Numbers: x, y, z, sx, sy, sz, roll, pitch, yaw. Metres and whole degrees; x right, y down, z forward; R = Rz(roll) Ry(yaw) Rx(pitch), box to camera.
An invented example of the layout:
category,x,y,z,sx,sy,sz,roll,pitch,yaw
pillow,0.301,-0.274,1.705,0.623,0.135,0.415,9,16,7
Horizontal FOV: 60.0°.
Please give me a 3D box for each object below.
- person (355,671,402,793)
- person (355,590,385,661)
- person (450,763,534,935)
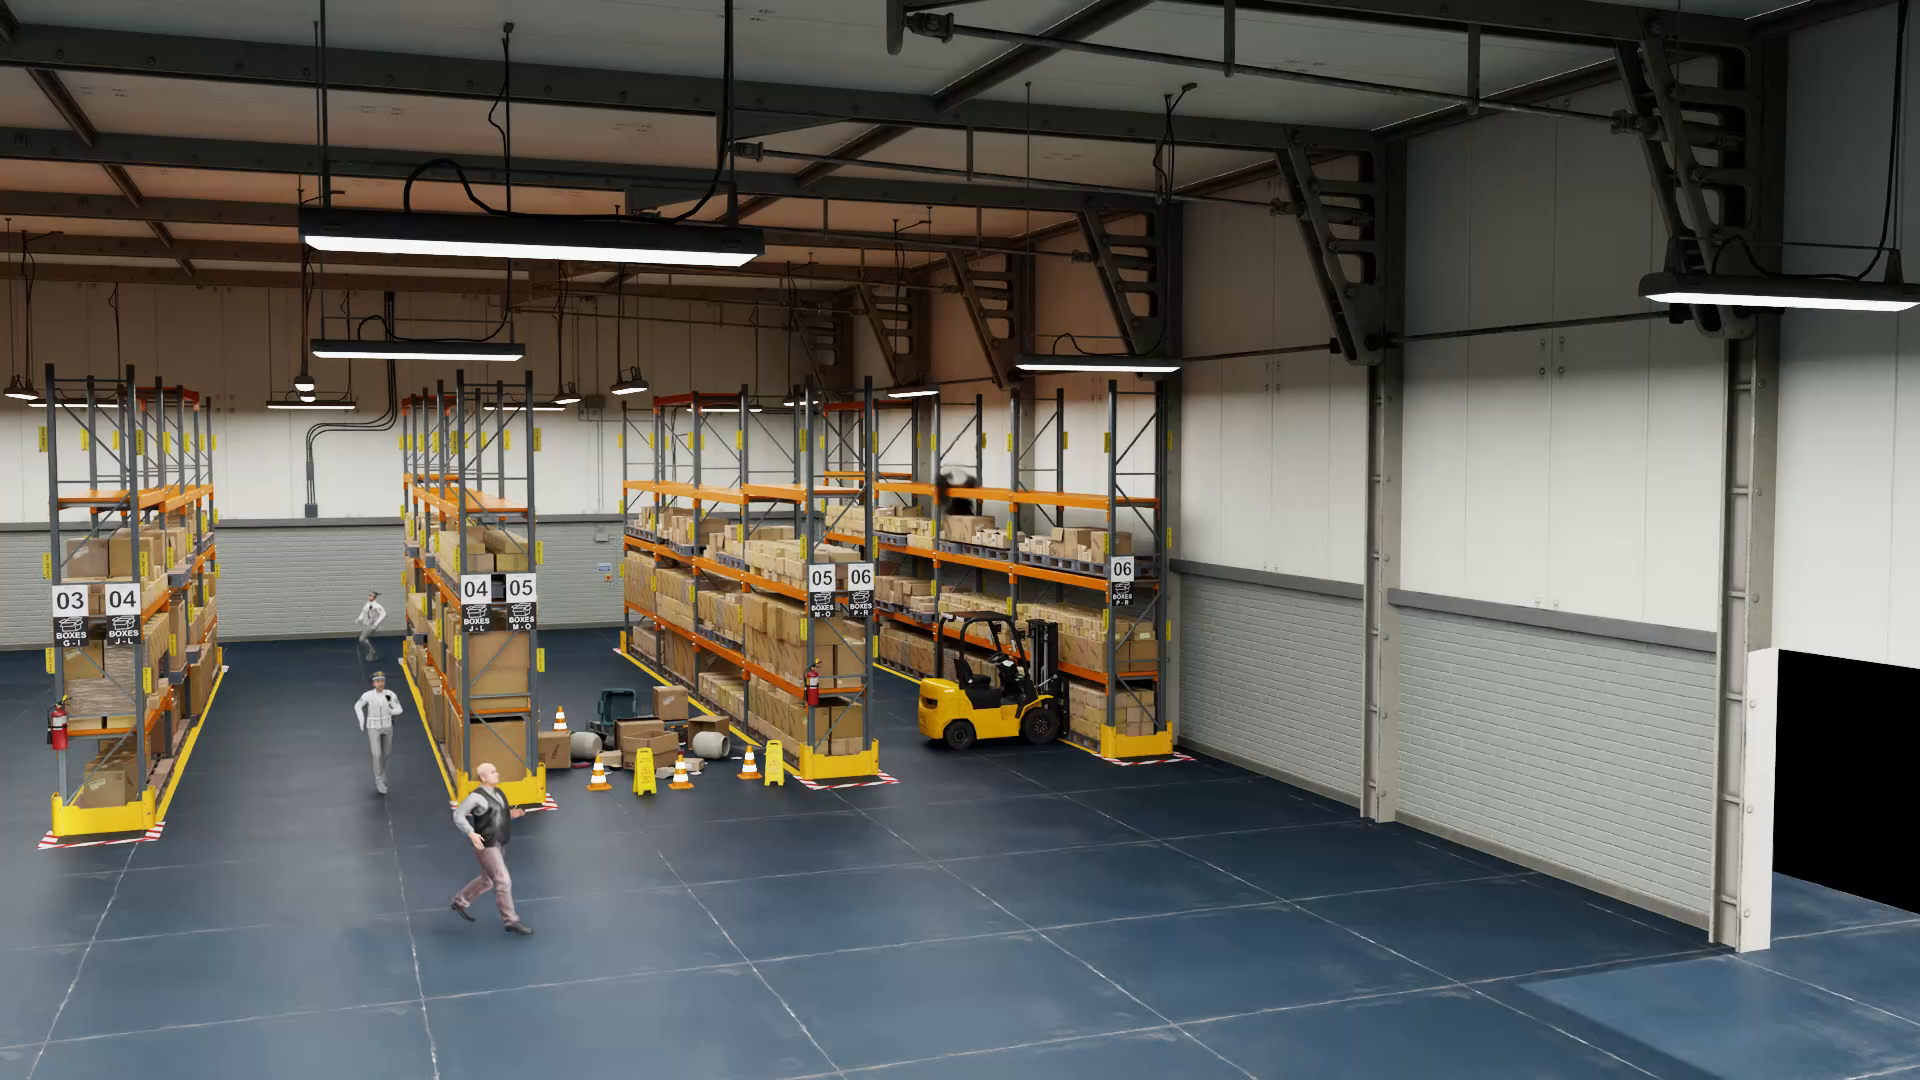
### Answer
category,x,y,z,sx,sy,sz,roll,pitch,yaw
person,-8.364,2.730,23.990,0.607,1.689,0.916,-2,4,-32
person,-13.498,1.959,37.989,0.689,1.649,0.529,3,4,40
person,-4.792,3.125,16.953,0.967,1.711,0.654,1,3,10
